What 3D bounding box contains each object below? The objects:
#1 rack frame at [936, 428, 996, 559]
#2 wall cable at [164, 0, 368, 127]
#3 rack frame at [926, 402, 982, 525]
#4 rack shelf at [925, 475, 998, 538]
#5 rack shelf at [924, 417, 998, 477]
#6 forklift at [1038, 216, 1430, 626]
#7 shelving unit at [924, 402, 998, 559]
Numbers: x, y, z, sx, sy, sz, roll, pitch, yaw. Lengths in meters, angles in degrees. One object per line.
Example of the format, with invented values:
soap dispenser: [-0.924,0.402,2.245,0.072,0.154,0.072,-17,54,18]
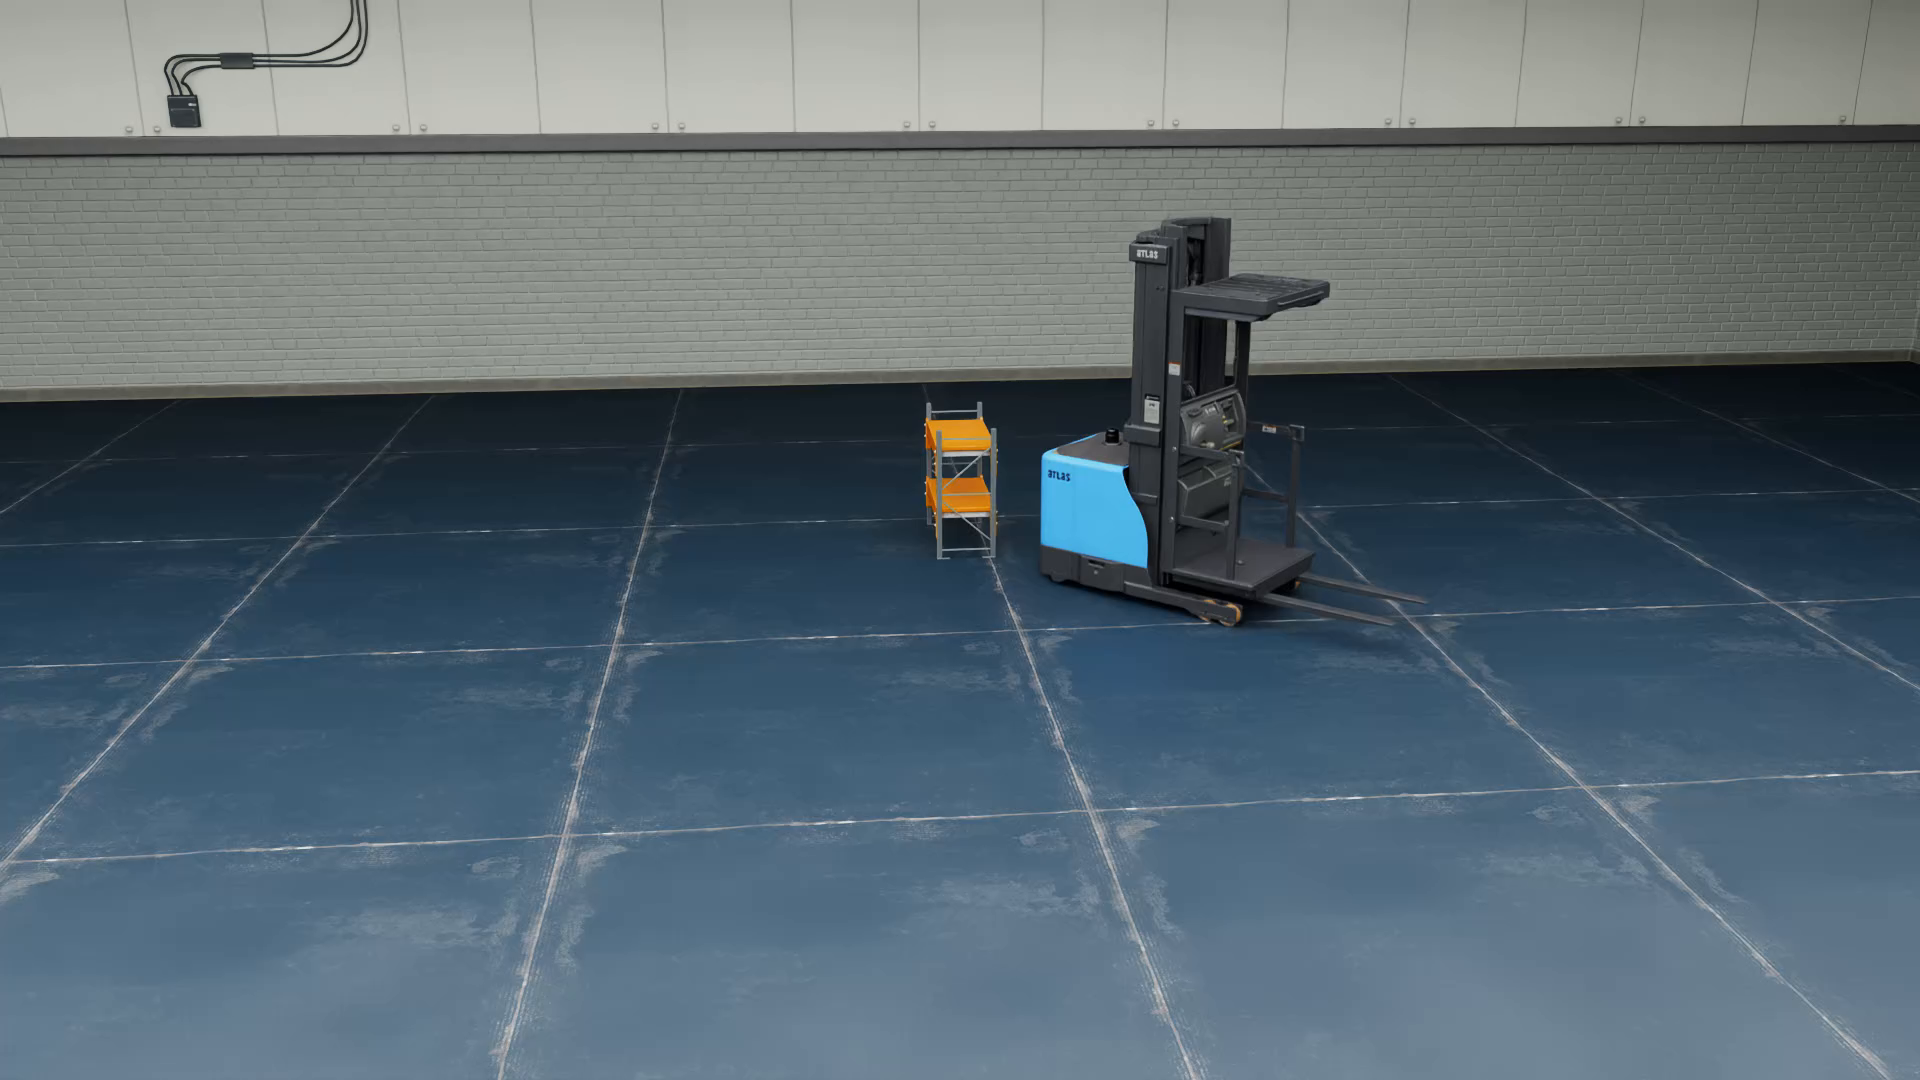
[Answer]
rack frame: [0.053,-0.383,14.020,0.500,1.125,0.032,-2,18,-6]
wall cable: [-7.940,-7.665,18.390,2.305,6.003,0.169,-2,18,-6]
rack frame: [-0.052,-0.686,14.985,0.500,1.125,0.032,-2,18,-6]
rack shelf: [0.001,-0.301,14.575,0.538,0.278,1.000,-2,18,-6]
rack shelf: [0.001,-0.814,14.415,0.538,0.278,1.000,-2,18,-6]
forklift: [2.122,-0.924,12.728,3.031,2.935,1.130,13,22,35]
shelving unit: [0.001,-0.535,14.502,0.538,1.125,1.048,-2,18,-6]
